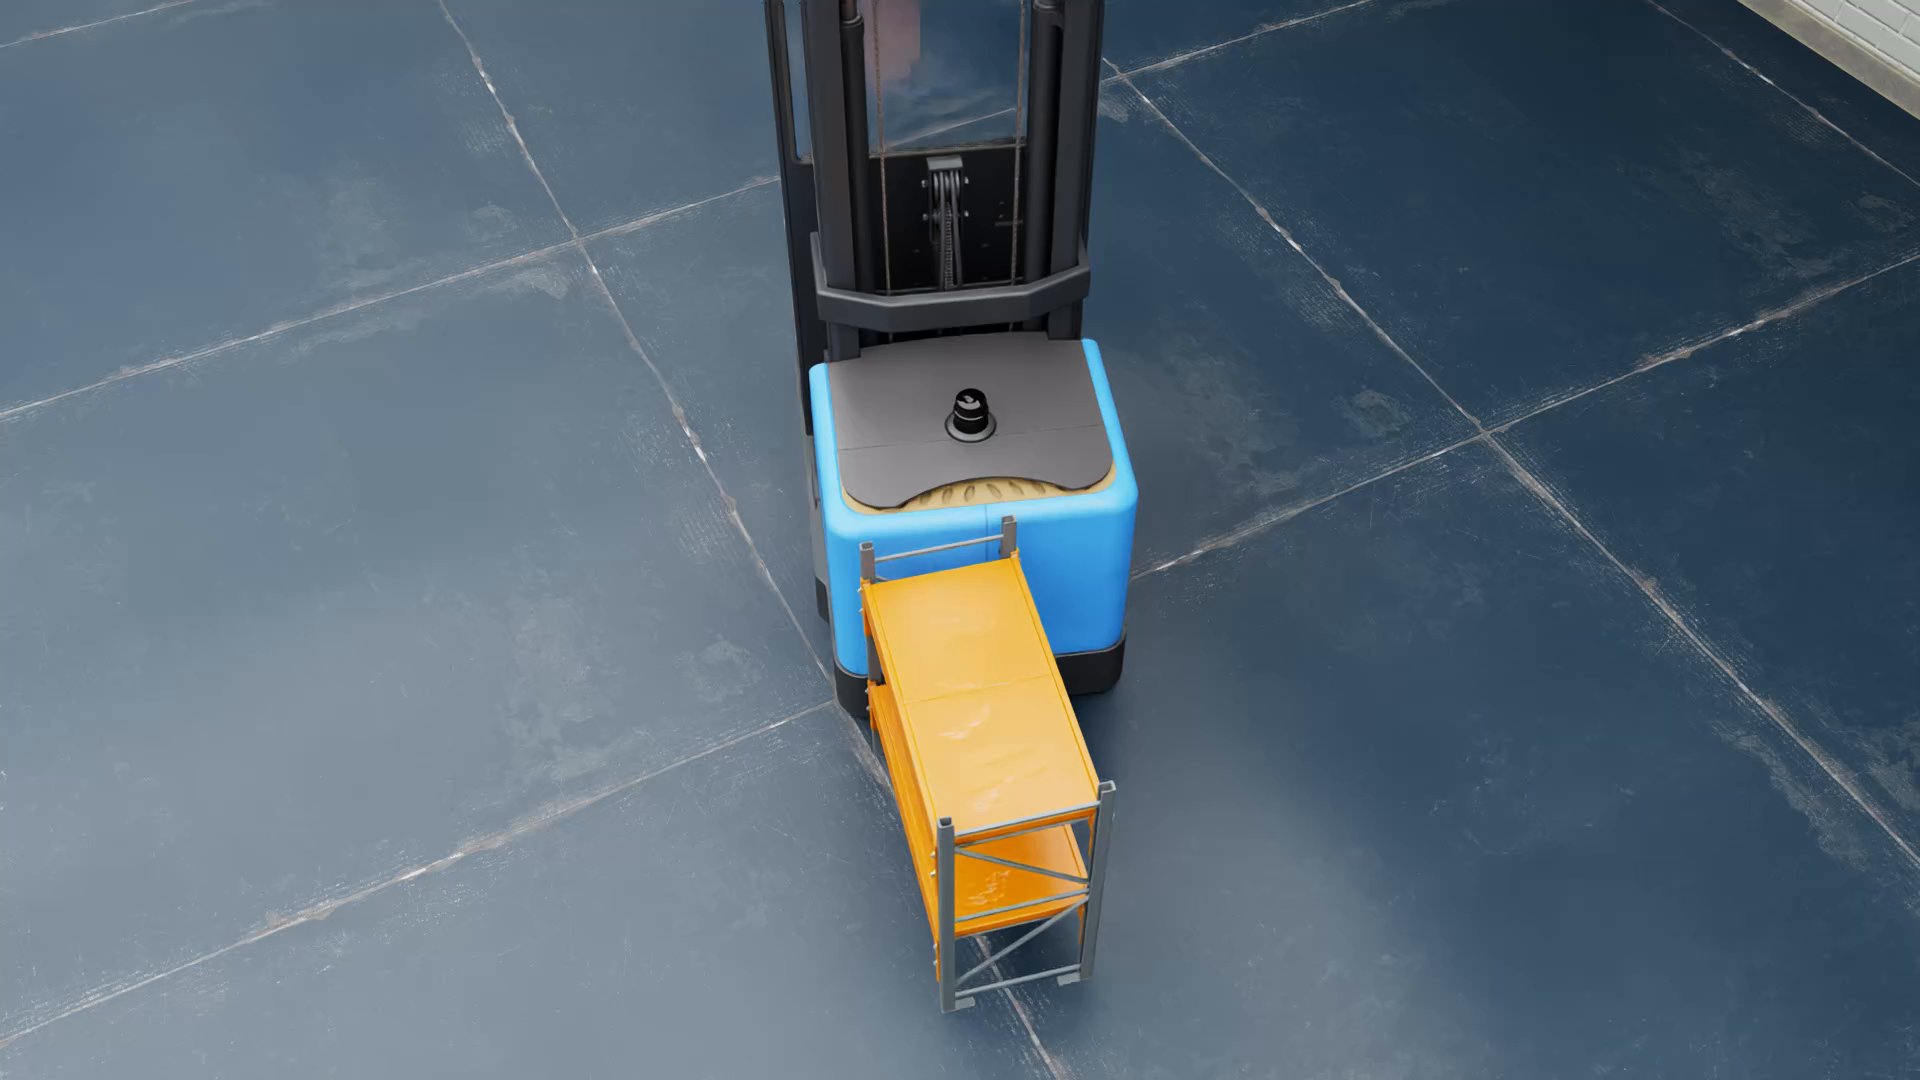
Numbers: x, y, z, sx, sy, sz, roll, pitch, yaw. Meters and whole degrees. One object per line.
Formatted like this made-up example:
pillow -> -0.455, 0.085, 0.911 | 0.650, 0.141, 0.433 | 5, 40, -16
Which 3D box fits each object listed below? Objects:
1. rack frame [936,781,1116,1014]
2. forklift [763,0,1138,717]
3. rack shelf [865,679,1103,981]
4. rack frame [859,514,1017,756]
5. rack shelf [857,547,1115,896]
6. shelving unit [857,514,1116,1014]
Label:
rack frame -> 0.182, 1.088, 4.944 | 0.500, 1.125, 0.032 | -11, 50, -9
forklift -> -0.114, -1.451, 5.965 | 1.130, 2.935, 3.031 | -6, 49, -5
rack shelf -> 0.057, 0.878, 5.452 | 0.538, 0.278, 1.000 | -11, 50, -9
rack frame -> -0.067, 0.346, 5.593 | 0.500, 1.125, 0.032 | -11, 50, -9
rack shelf -> 0.057, 0.524, 5.048 | 0.538, 0.278, 1.000 | -11, 50, -9
shelving unit -> 0.057, 0.717, 5.268 | 0.538, 1.125, 1.048 | -11, 50, -9
